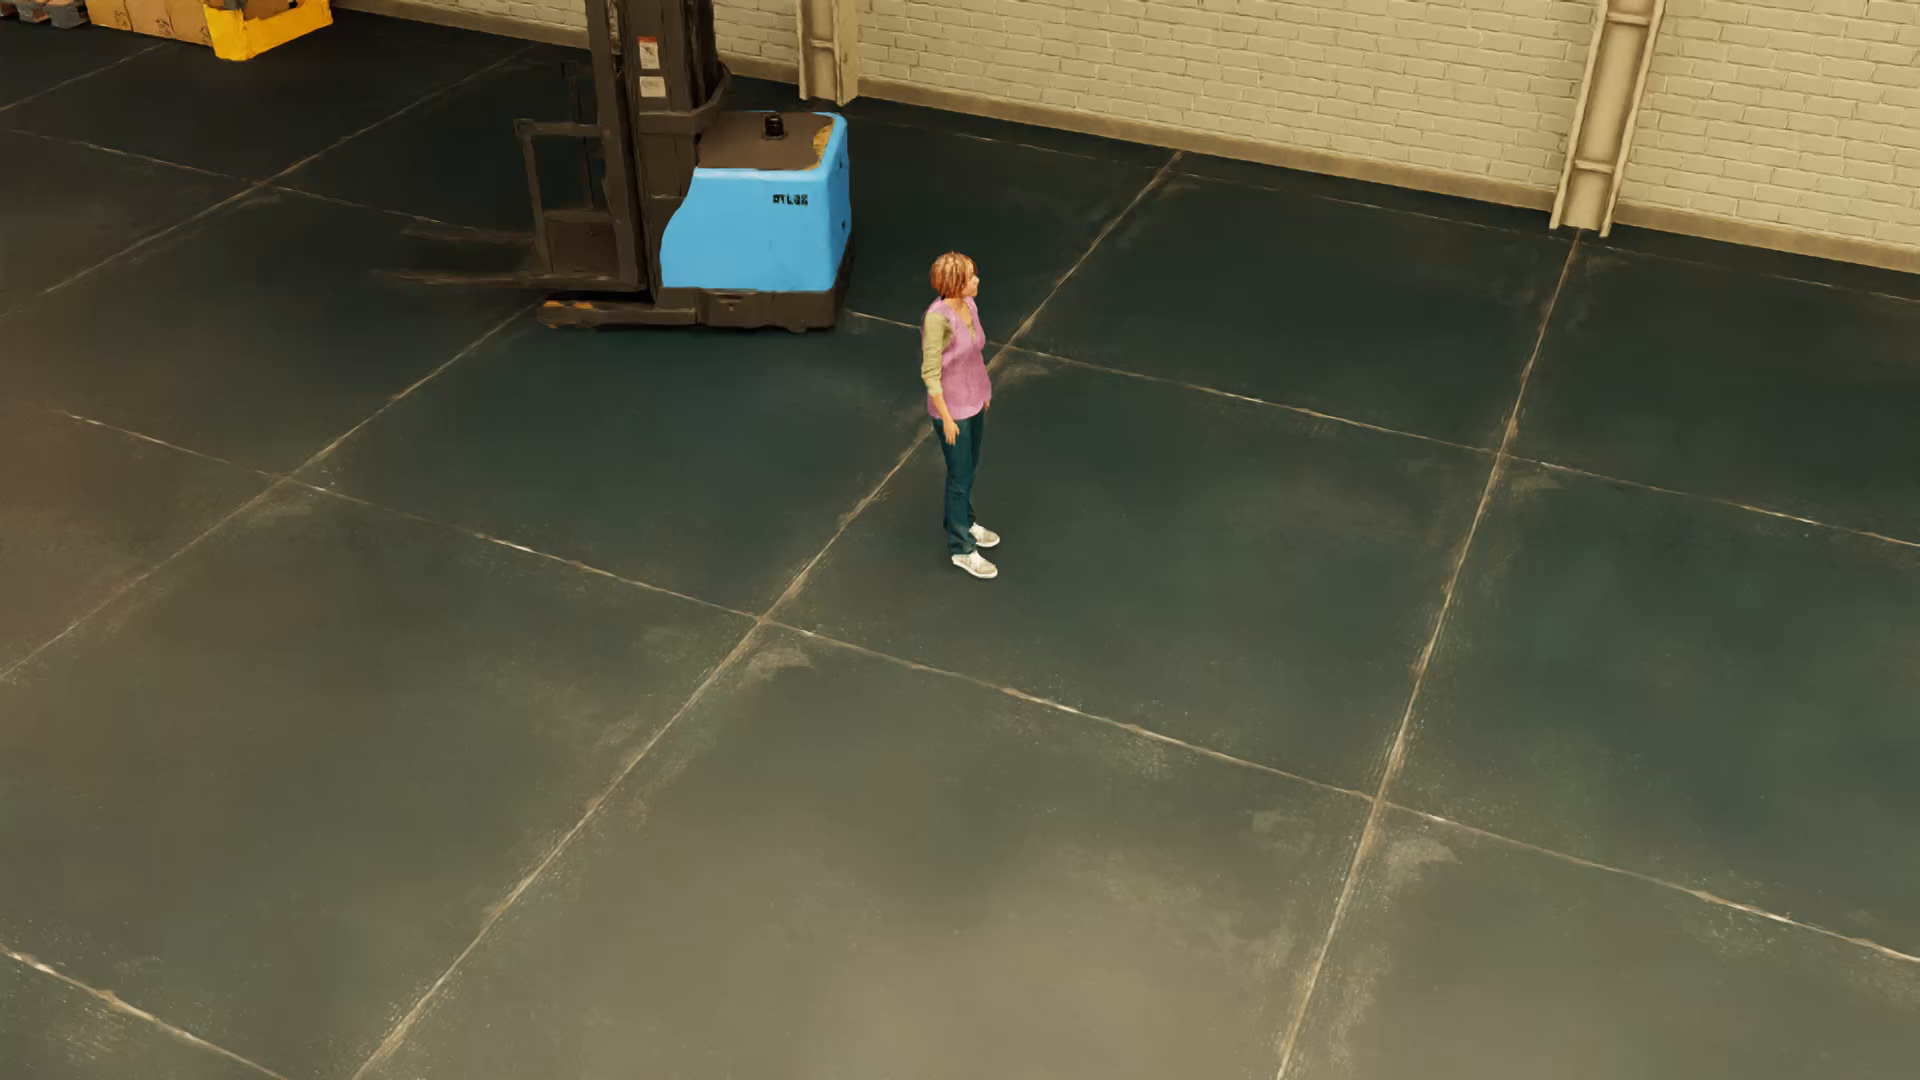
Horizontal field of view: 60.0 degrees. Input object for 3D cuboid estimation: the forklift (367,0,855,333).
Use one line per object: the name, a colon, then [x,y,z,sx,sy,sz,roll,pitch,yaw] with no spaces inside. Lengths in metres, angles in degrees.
forklift: [-2.247,-2.825,10.047,3.031,2.935,1.130,3,36,4]

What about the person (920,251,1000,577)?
person: [0.062,-0.631,8.108,0.474,1.597,0.520,15,38,20]
